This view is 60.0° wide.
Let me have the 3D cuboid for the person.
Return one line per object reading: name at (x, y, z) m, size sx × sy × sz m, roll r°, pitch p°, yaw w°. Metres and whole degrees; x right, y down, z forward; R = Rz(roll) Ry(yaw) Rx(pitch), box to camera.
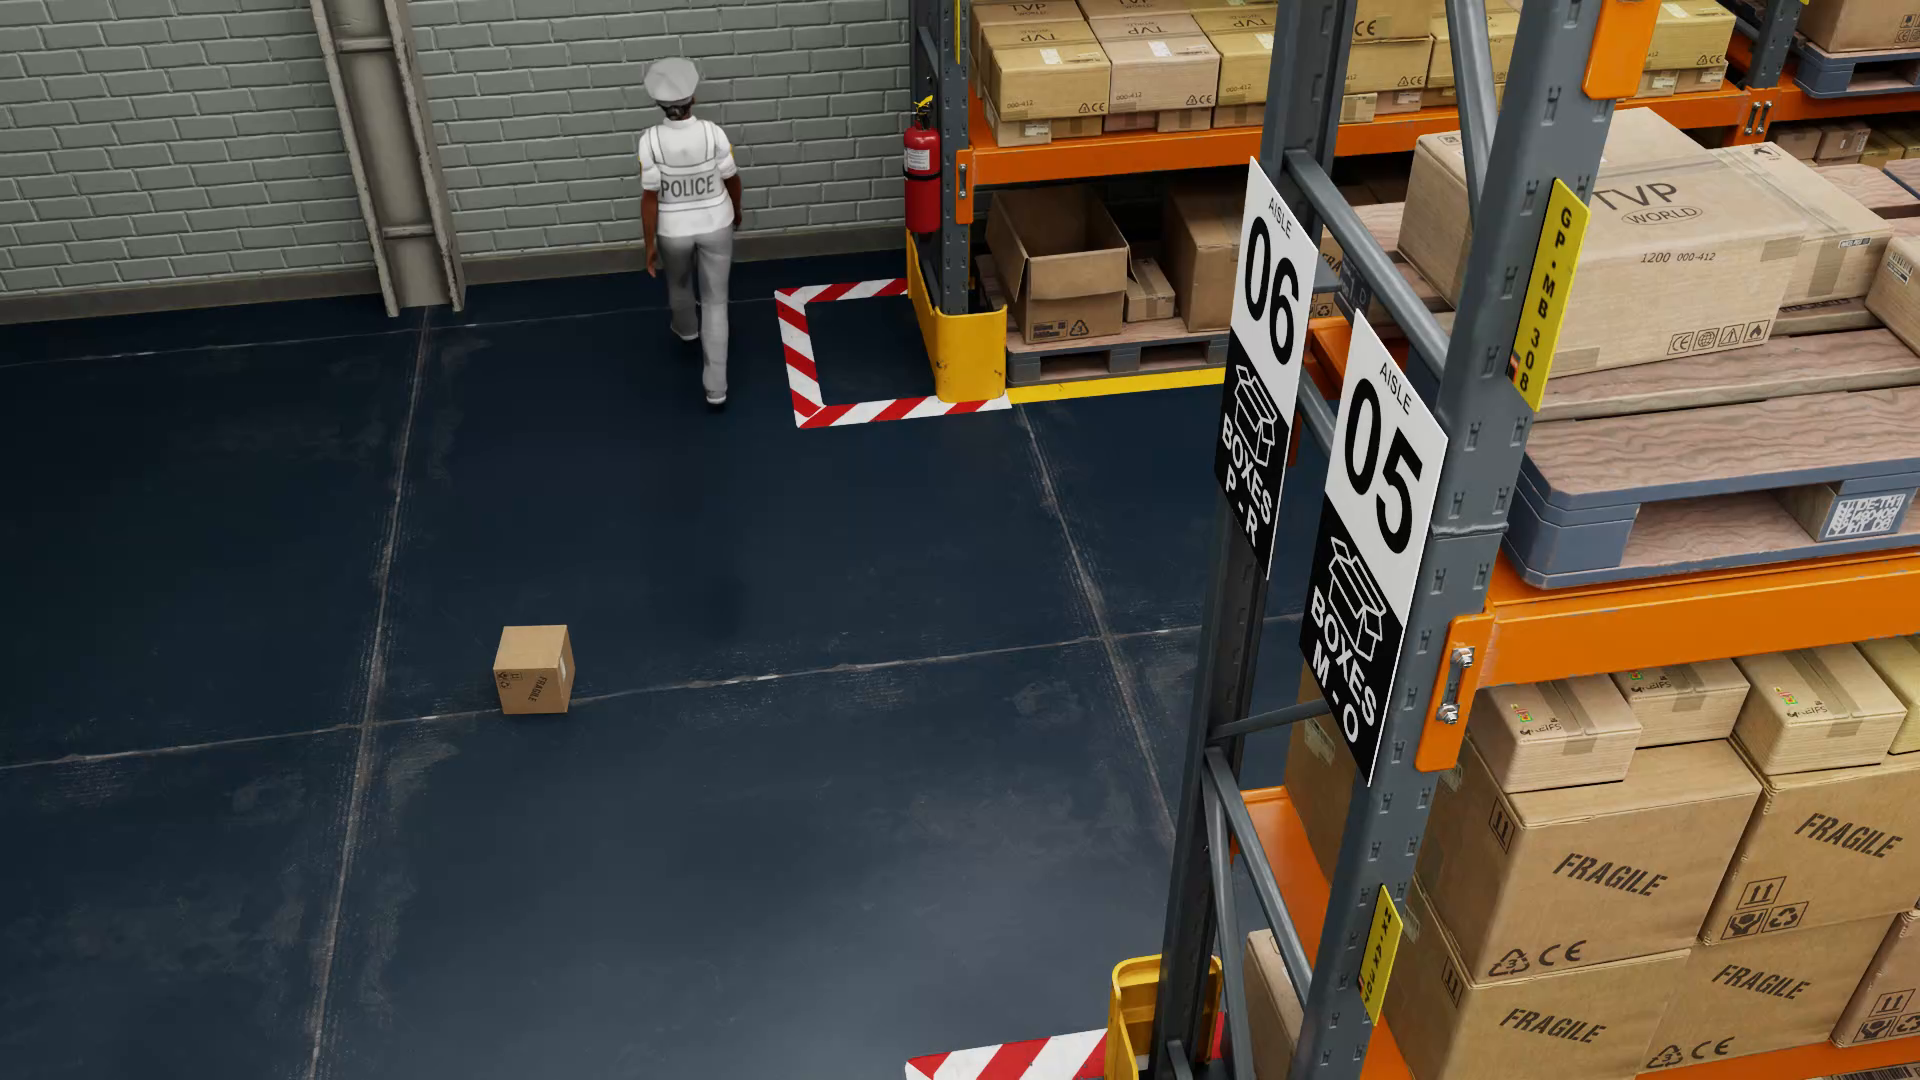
person at (-1.289, -1.560, 8.047) m, size 0.483 × 1.651 × 0.912 m, roll -5°, pitch 39°, yaw -6°
